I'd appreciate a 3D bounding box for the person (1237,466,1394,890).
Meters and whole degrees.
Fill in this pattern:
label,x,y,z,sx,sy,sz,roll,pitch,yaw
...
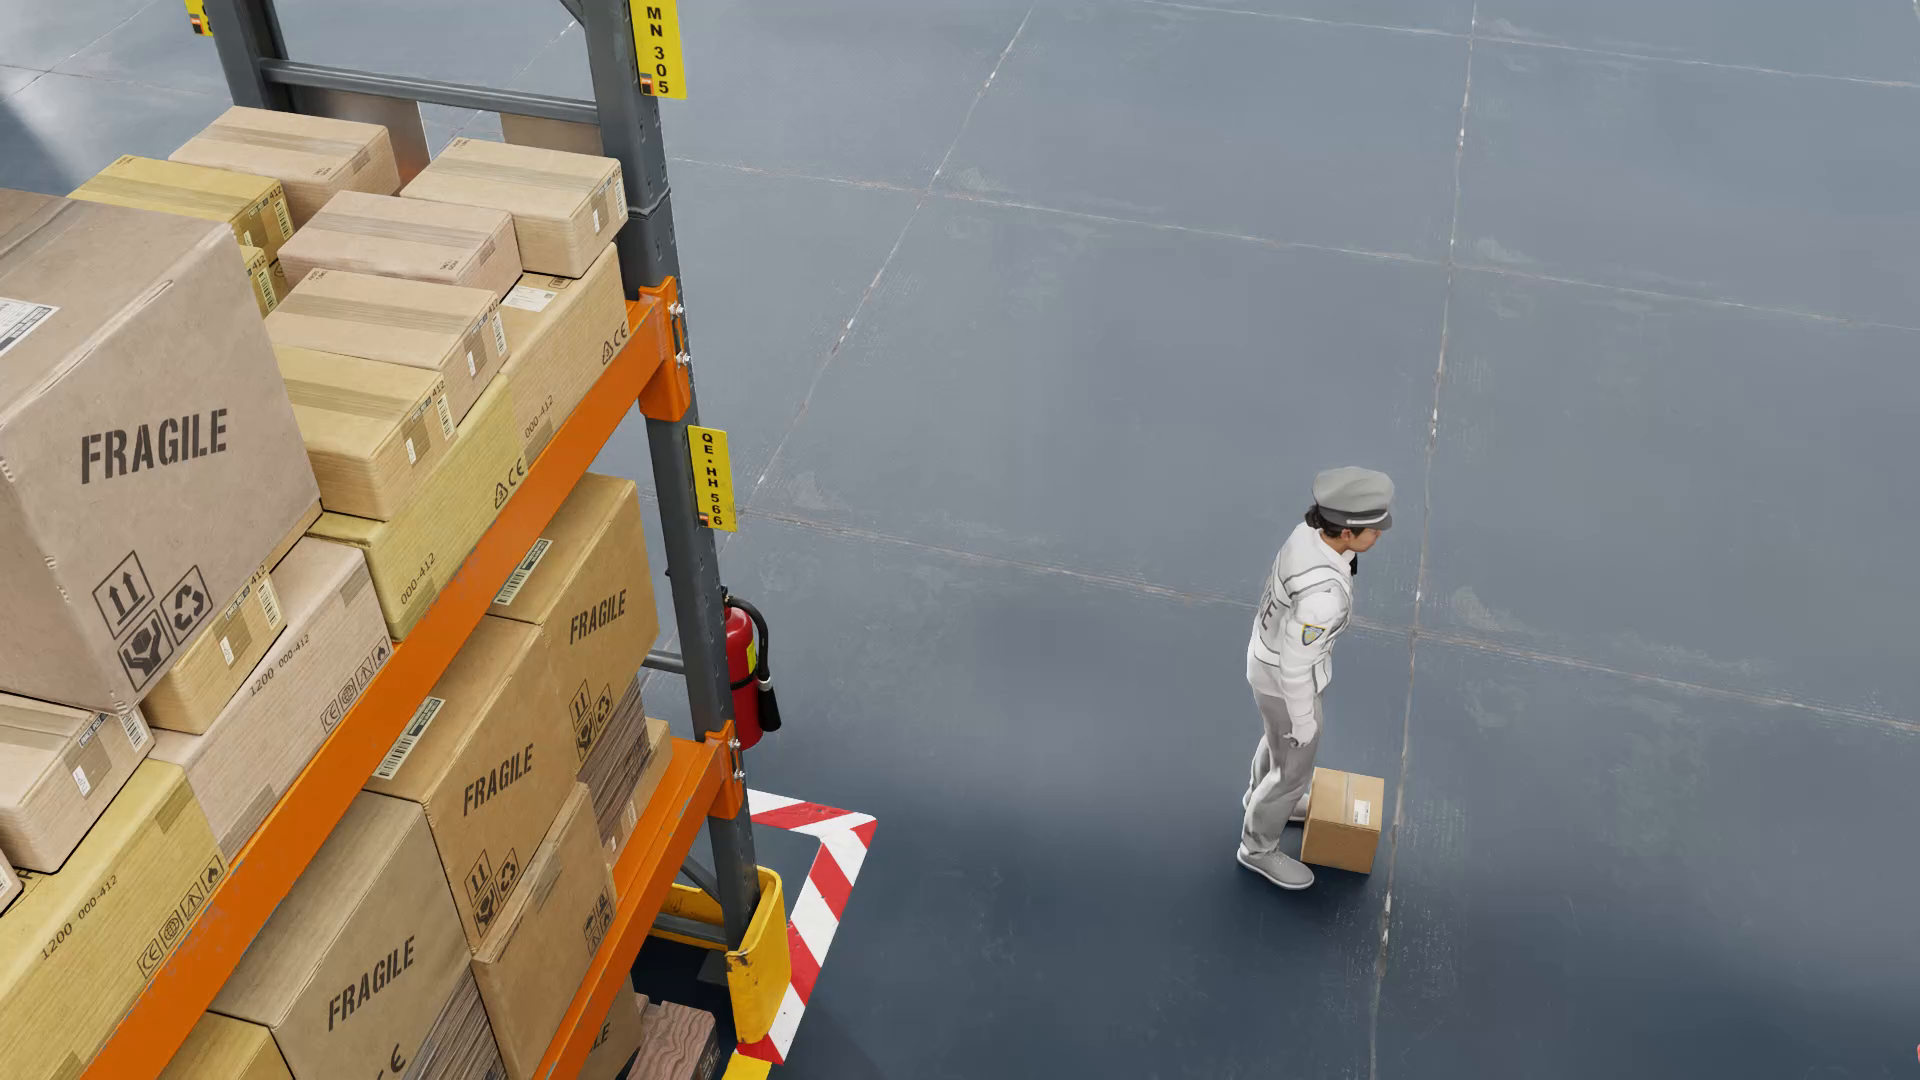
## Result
label,x,y,z,sx,sy,sz,roll,pitch,yaw
person,1.157,0.454,5.639,0.375,1.662,0.529,8,42,9
